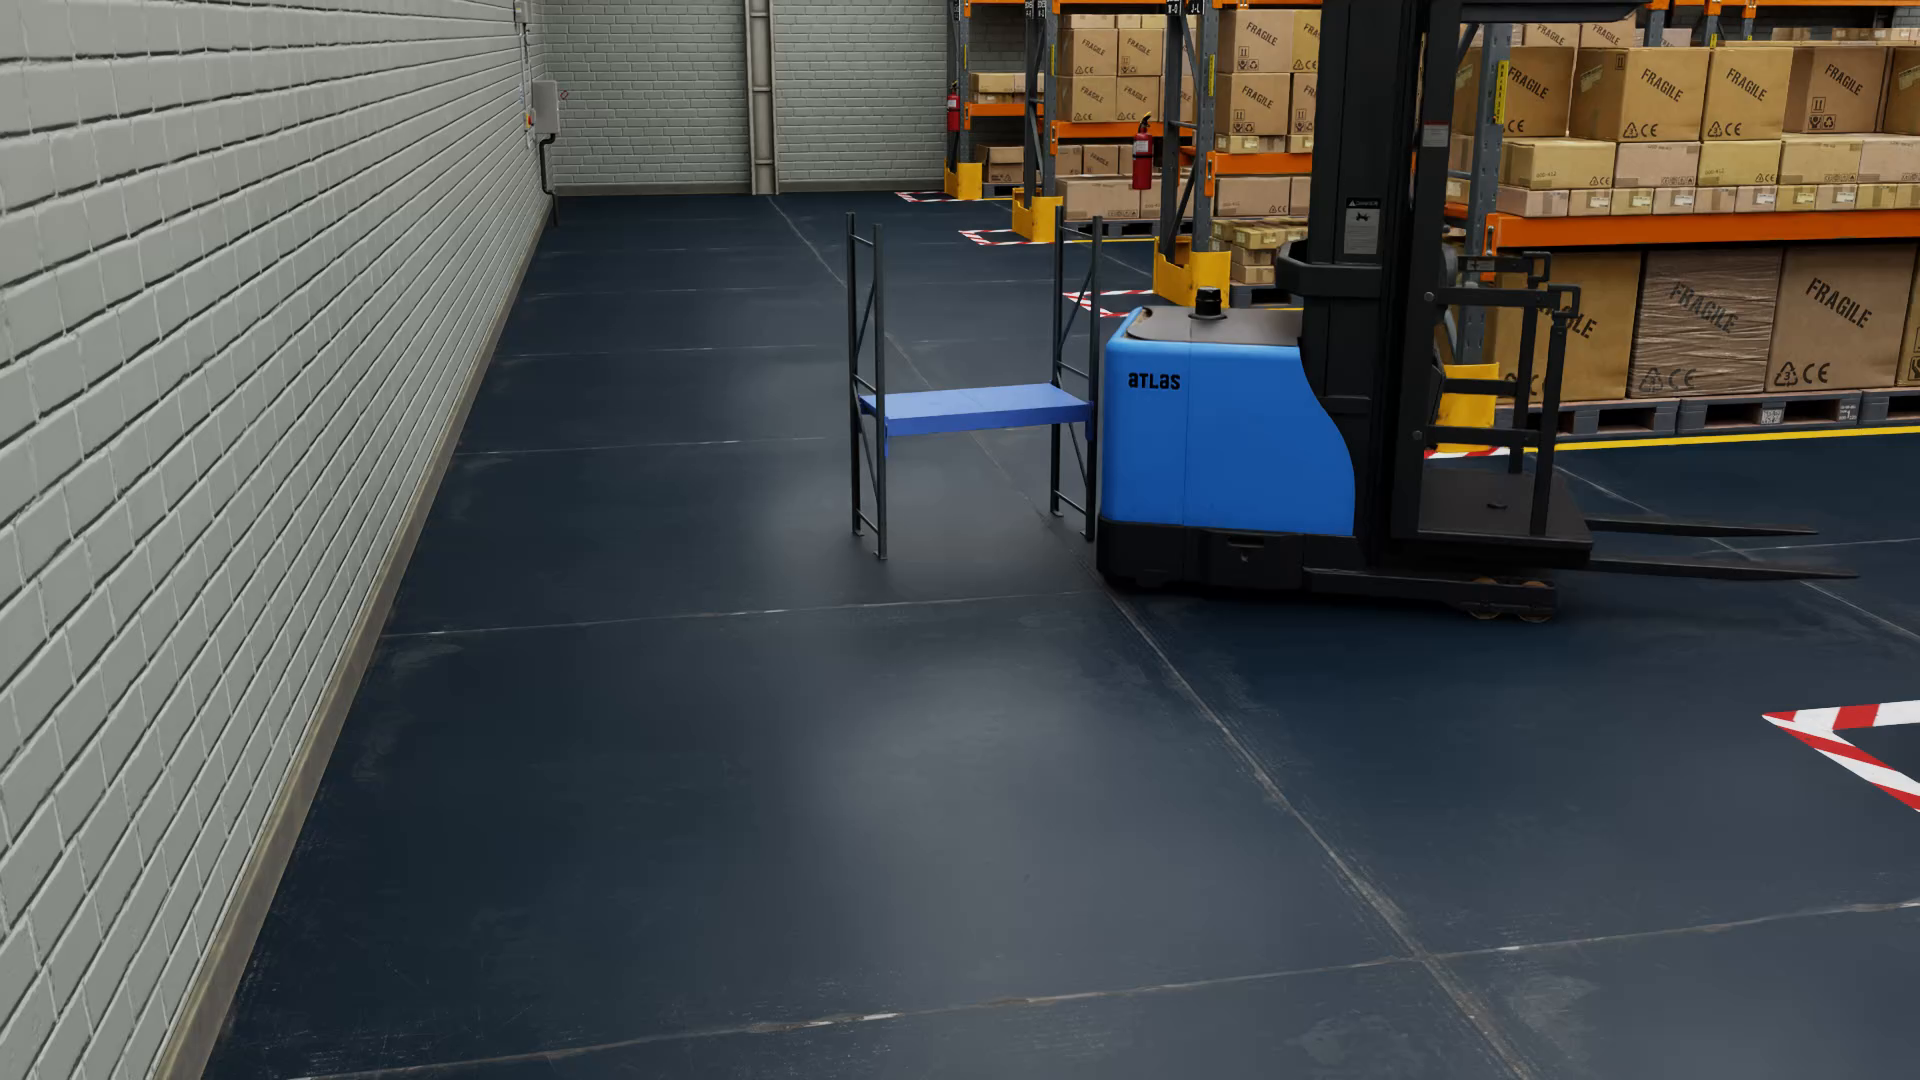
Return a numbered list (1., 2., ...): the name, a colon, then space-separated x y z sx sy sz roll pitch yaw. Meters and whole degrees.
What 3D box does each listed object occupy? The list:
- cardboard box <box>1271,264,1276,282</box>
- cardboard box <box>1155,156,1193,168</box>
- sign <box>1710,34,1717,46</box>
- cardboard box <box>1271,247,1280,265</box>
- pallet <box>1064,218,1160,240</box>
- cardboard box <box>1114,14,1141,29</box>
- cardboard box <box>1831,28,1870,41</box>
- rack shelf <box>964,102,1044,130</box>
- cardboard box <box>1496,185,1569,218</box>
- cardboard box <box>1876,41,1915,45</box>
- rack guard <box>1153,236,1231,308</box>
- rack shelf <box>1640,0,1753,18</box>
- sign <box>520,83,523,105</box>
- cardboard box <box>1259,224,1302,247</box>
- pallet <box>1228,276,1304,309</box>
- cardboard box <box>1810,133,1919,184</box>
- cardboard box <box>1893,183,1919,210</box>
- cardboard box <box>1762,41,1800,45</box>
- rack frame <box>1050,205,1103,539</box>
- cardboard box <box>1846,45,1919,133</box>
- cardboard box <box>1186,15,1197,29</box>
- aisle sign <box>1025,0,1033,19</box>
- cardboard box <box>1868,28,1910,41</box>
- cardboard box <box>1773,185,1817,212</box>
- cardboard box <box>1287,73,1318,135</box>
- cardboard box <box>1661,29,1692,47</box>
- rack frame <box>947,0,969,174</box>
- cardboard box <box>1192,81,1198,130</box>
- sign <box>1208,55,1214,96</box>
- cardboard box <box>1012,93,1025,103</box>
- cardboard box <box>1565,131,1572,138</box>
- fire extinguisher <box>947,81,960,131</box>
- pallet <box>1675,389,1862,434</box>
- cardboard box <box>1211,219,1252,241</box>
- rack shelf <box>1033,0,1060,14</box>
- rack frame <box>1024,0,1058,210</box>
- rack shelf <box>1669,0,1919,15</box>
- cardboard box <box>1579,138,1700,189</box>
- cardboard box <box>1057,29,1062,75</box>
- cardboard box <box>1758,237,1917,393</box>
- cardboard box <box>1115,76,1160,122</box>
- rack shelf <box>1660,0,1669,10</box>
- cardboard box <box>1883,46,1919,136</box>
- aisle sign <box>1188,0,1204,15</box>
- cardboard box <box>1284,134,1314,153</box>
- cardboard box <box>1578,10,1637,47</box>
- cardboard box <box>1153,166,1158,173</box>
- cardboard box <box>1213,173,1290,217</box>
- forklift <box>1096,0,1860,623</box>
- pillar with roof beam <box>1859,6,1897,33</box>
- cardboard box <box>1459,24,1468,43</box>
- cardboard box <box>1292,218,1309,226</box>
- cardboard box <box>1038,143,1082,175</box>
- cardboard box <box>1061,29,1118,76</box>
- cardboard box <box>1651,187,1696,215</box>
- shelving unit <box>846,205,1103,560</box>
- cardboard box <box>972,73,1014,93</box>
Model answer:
1. cardboard box: 2.765 -2.350 14.494 0.250 0.149 0.380 -3 17 -11
2. cardboard box: 3.199 -5.558 24.664 0.500 0.311 0.500 -3 17 -8
3. sign: 8.874 -5.797 19.606 0.005 0.325 0.100 -3 17 -10
4. cardboard box: 2.792 -2.471 14.382 0.250 0.149 0.380 -3 17 -11
5. pallet: 1.681 -3.692 19.473 1.213 0.211 1.003 -3 17 -10
6. cardboard box: 1.832 -5.750 18.447 0.250 0.149 0.380 -3 17 -9
7. cardboard box: 11.117 -6.313 20.760 0.250 0.149 0.380 -2 17 -7
8. rack shelf: 1.929 -6.156 23.972 4.000 0.370 1.077 -3 17 -10
9. cardboard box: 3.202 -1.906 9.336 0.250 0.149 0.380 -3 17 -10
10. cardboard box: 11.288 -5.870 20.424 0.500 0.500 0.500 -3 17 -9
11. rack guard: 2.023 -2.346 14.599 0.348 0.500 1.175 -3 17 -10
12. rack shelf: 9.784 -8.036 24.982 4.000 0.370 1.077 -3 17 -10
13. sign: -4.672 -4.749 17.705 0.001 0.218 0.327 -3 17 -10
14. cardboard box: 2.776 -2.640 14.427 0.250 0.149 0.380 -3 17 -9
15. pallet: 2.828 -2.243 14.755 1.213 0.211 1.003 -3 17 -10
16. cardboard box: 5.325 -2.236 9.733 0.500 0.250 0.500 -3 17 -9
17. cardboard box: 5.470 -2.035 9.757 0.250 0.149 0.380 -3 17 -9
18. cardboard box: 9.761 -5.784 20.142 0.500 0.500 0.500 -2 17 -8
19. rack frame: 0.541 -0.791 7.834 0.032 1.500 0.500 -6 18 -18
20. cardboard box: 5.714 -2.775 10.209 0.500 0.500 0.500 -3 17 -10
21. cardboard box: 2.588 -5.802 18.615 0.250 0.149 0.380 -3 17 -10
22. aisle sign: 0.781 -6.286 18.742 0.004 0.787 0.394 -3 17 -10
23. cardboard box: 11.343 -6.172 20.302 0.250 0.149 0.380 -4 18 -13
24. cardboard box: 4.712 -1.992 9.616 0.250 0.149 0.380 -4 17 -12
25. cardboard box: 2.963 -3.709 14.103 0.500 0.500 0.500 -3 17 -10
26. cardboard box: 8.307 -5.825 19.796 0.500 0.500 0.500 -4 17 -12
27. rack frame: -0.035 -6.389 23.504 0.127 3.000 1.000 -3 17 -10
28. cardboard box: 2.341 -3.826 14.483 0.500 0.500 0.500 -3 17 -9
29. sign: 2.052 -3.794 13.582 0.005 0.325 0.100 -3 17 -10
30. cardboard box: 0.832 -6.260 23.513 0.250 0.149 0.380 -3 17 -11
31. cardboard box: 3.714 -2.303 9.951 0.500 0.250 0.500 -4 17 -11
32. fire extinguisher: -0.091 -6.032 23.109 0.183 0.674 0.296 -3 17 -10
33. pallet: 4.756 -0.902 10.390 1.213 0.211 1.003 -3 17 -10
34. cardboard box: 2.421 -2.762 14.821 0.250 0.149 0.380 -3 17 -10
35. rack shelf: 2.874 -6.160 18.874 4.000 0.370 1.077 -3 17 -10
36. rack frame: 0.911 -4.958 18.846 0.127 3.000 1.000 -3 17 -10
37. rack shelf: 10.729 -6.605 20.324 4.000 0.370 1.077 -3 17 -10
38. cardboard box: 3.822 -2.152 9.457 0.500 0.250 0.500 -3 17 -11
39. cardboard box: 1.339 -5.579 18.995 0.500 0.500 0.500 -3 17 -9
40. cardboard box: 5.171 -1.445 10.312 0.875 0.875 0.875 -3 17 -10
41. cardboard box: 1.928 -4.986 18.766 0.500 0.500 0.500 -3 17 -11
42. rack shelf: 7.840 -4.961 14.971 4.000 0.370 1.077 -3 17 -10
43. cardboard box: 5.825 -2.624 9.717 0.500 0.500 0.500 -3 17 -10
44. aisle sign: 1.934 -4.689 13.542 0.004 0.787 0.394 -3 17 -10
45. cardboard box: 2.845 -3.366 14.090 0.250 0.149 0.380 -4 17 -12
46. cardboard box: 5.466 -4.323 14.399 0.500 0.500 0.500 -4 17 -12
47. cardboard box: 2.773 -5.457 24.609 0.250 0.149 0.380 -3 17 -11
48. cardboard box: 3.322 -4.103 19.709 0.875 0.438 0.875 -4 17 -12
49. forklift: 2.160 -1.236 6.845 3.031 2.935 1.130 4 17 12
50. pillar with roof beam: 15.637 -9.128 22.204 0.400 9.000 9.100 -3 17 -10
51. cardboard box: 3.949 -4.235 14.112 0.500 0.500 0.500 -4 17 -12
52. cardboard box: 3.175 -2.806 14.967 0.250 0.149 0.380 -4 18 -13
53. cardboard box: 1.430 -5.438 23.950 0.500 0.500 0.700 -3 17 -8
54. cardboard box: 1.436 -5.429 18.504 0.500 0.500 0.500 -4 17 -12
55. cardboard box: 3.960 -1.950 9.479 0.250 0.149 0.380 -4 17 -11
56. shelving unit: 0.059 -0.744 7.680 1.048 1.500 0.538 -6 18 -18
57. cardboard box: 0.462 -6.407 23.311 0.500 0.250 0.500 -3 17 -10
